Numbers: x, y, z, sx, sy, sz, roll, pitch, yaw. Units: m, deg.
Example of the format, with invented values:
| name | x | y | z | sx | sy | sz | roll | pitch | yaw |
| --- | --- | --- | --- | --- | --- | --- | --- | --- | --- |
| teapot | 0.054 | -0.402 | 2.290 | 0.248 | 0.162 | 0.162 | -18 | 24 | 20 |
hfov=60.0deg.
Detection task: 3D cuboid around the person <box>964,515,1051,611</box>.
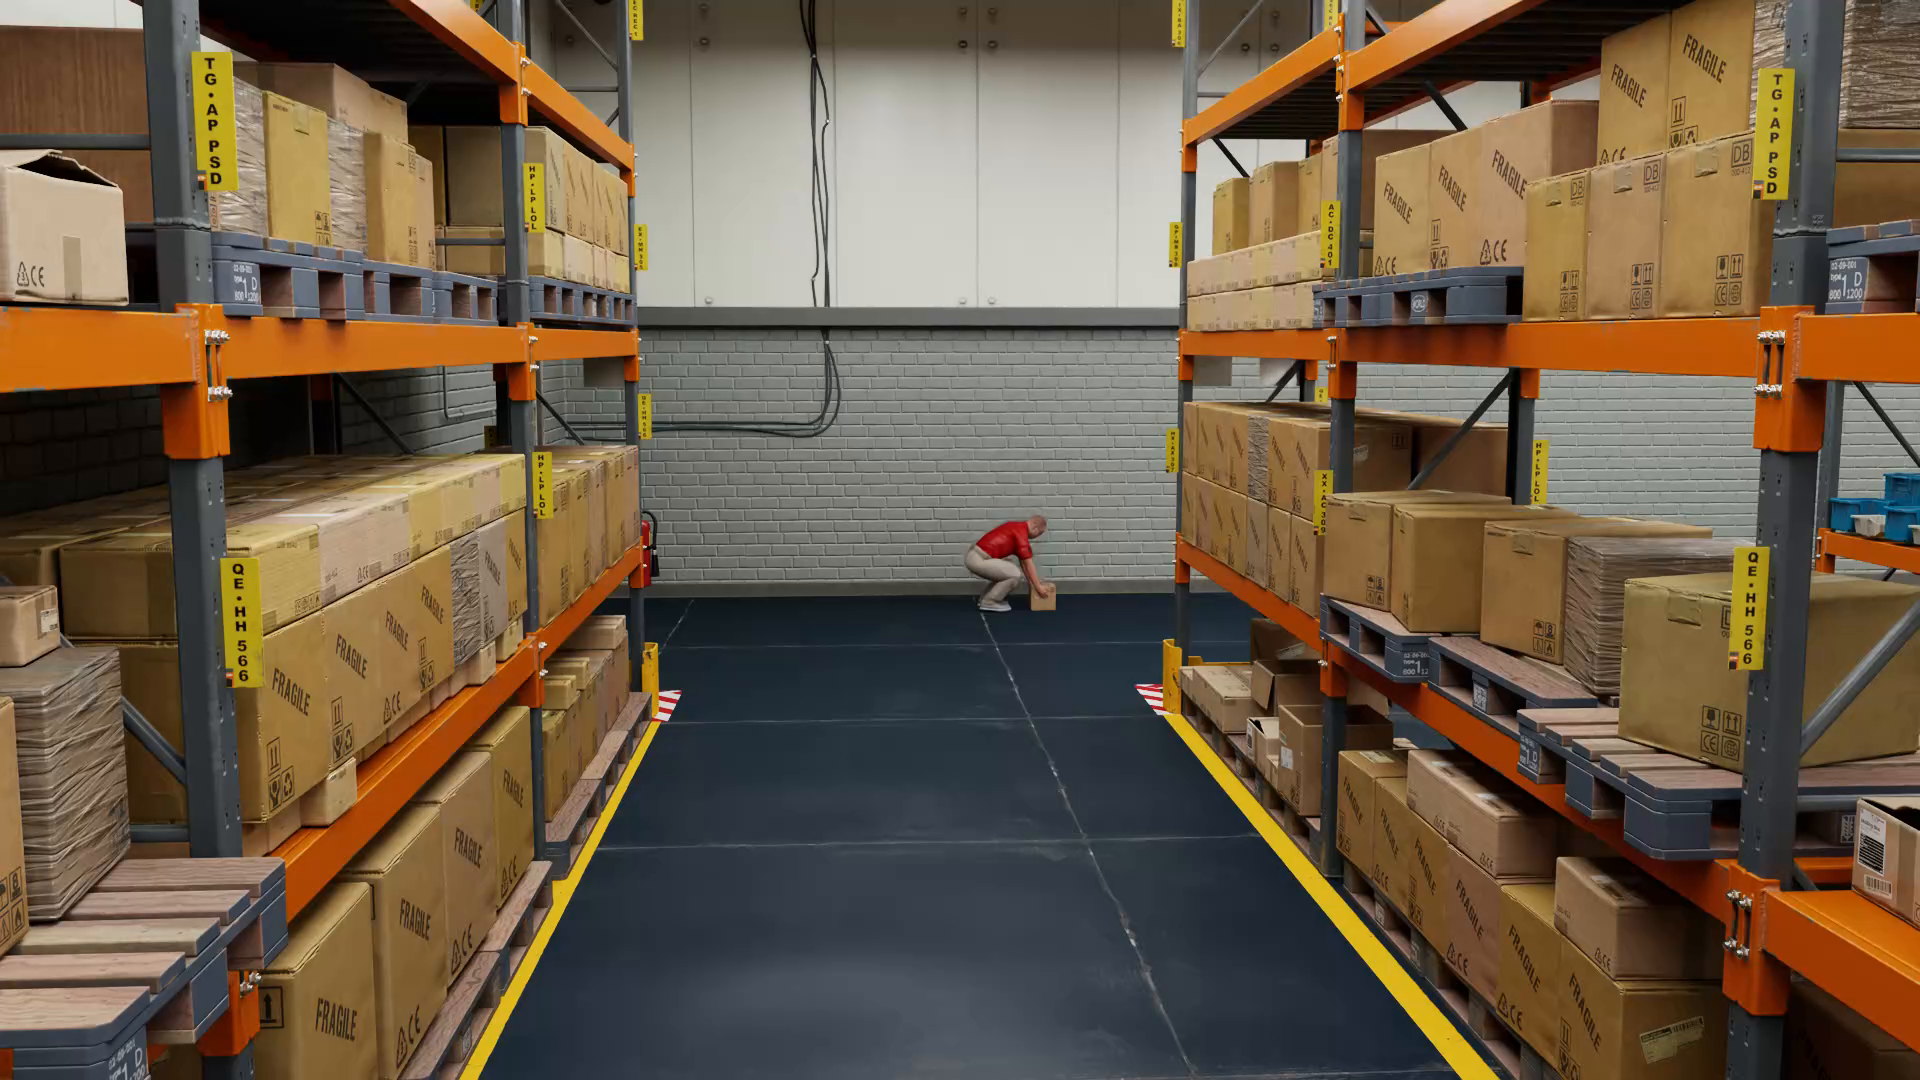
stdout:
| name | x | y | z | sx | sy | sz | roll | pitch | yaw |
| --- | --- | --- | --- | --- | --- | --- | --- | --- | --- |
| person | 0.477 | 0.235 | 17.115 | 0.878 | 0.960 | 0.569 | 0 | 7 | -4 |
